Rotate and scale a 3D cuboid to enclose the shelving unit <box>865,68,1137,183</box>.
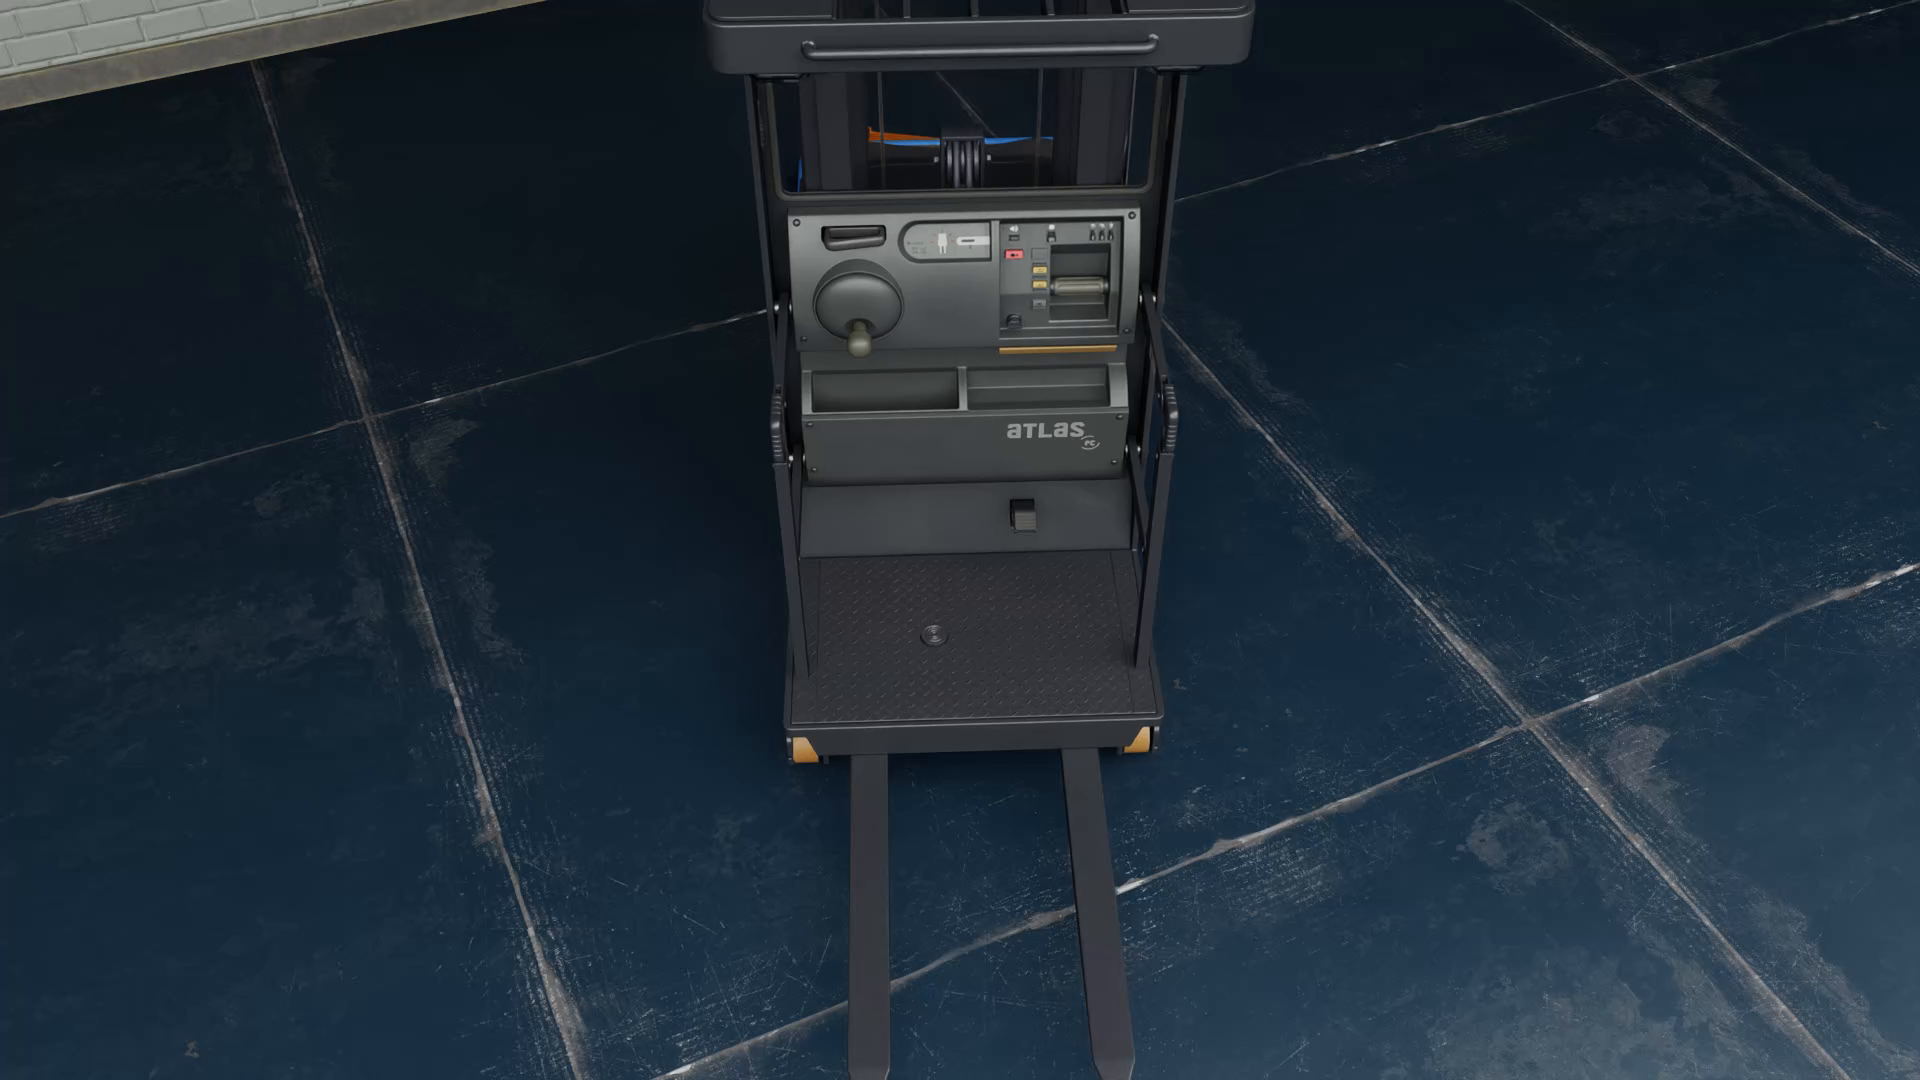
[{"bbox_3d":[0.090,-1.419,6.121,1.083,1.500,0.587,8,45,8],"label":"shelving unit"}]

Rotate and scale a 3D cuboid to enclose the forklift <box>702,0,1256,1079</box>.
[{"bbox_3d":[0.024,-0.602,4.273,1.130,2.935,3.031,-2,45,-2],"label":"forklift"}]

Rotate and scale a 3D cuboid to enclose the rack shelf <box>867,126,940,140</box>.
[{"bbox_3d":[0.081,-1.293,6.248,1.000,0.185,0.538,8,45,8],"label":"rack shelf"}]

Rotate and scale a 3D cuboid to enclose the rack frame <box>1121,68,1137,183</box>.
[{"bbox_3d":[0.580,-1.354,6.055,0.032,1.500,0.500,8,45,8],"label":"rack frame"}]

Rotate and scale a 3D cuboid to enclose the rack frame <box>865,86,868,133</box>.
[{"bbox_3d":[-0.419,-1.487,6.189,0.032,1.500,0.500,8,45,8],"label":"rack frame"}]
